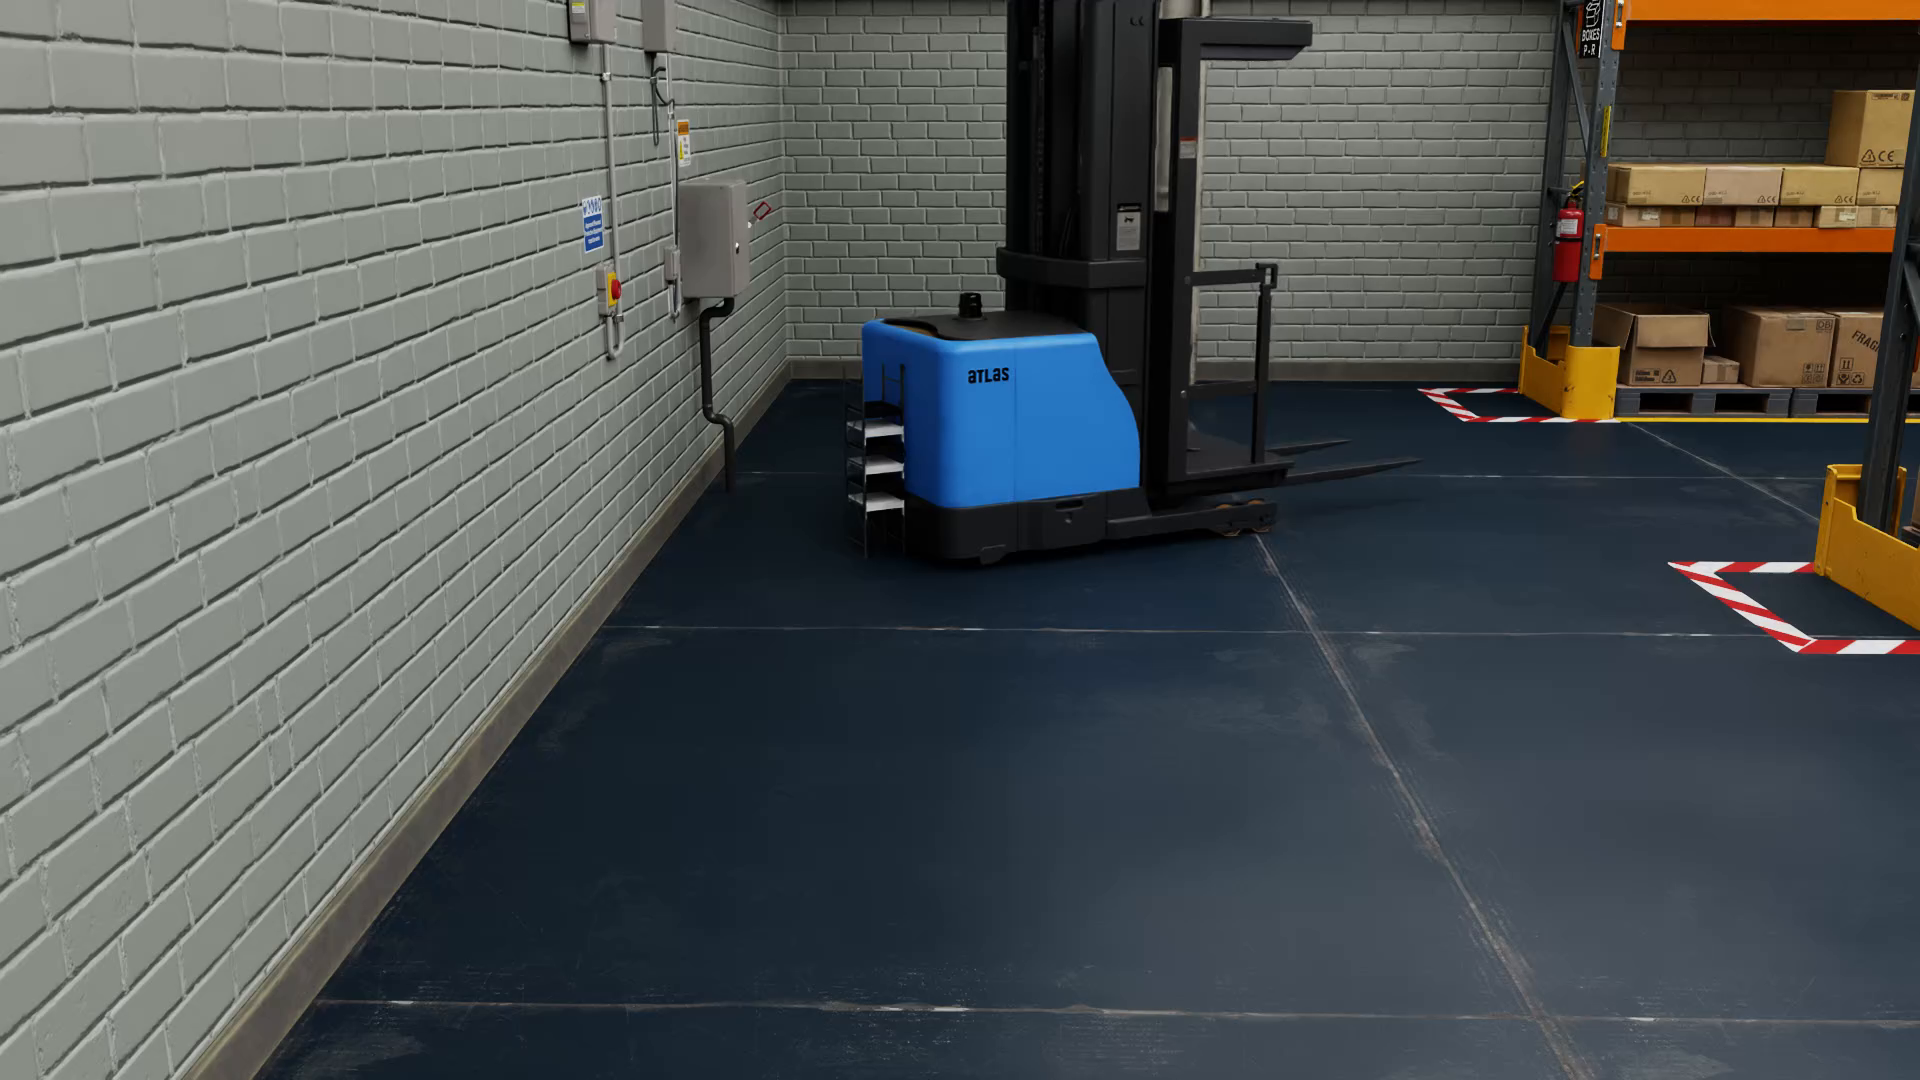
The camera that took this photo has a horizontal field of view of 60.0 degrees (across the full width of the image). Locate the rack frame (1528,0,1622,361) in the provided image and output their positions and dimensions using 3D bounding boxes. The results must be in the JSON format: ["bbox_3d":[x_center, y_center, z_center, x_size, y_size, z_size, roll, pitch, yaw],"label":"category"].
[{"bbox_3d":[4.298,-2.431,11.676,0.127,3.000,1.000,0,15,1],"label":"rack frame"}]

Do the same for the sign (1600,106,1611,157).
[{"bbox_3d":[4.284,-2.712,11.041,0.005,0.325,0.100,0,15,1],"label":"sign"}]

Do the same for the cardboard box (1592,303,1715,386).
[{"bbox_3d":[4.907,-1.399,11.834,0.637,0.503,0.797,0,15,-1],"label":"cardboard box"}]

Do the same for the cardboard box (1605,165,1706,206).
[{"bbox_3d":[4.744,-2.431,11.385,0.500,0.250,0.500,0,15,2],"label":"cardboard box"}]

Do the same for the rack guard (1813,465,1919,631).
[{"bbox_3d":[4.151,0.043,7.197,0.348,0.500,1.175,0,15,1],"label":"rack guard"}]

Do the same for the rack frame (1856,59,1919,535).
[{"bbox_3d":[4.175,-1.166,6.878,0.127,3.000,1.000,0,15,1],"label":"rack frame"}]

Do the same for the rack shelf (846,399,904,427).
[{"bbox_3d":[-0.413,-0.608,7.953,0.200,0.077,0.258,-7,16,-26],"label":"rack shelf"}]

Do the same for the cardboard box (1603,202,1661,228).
[{"bbox_3d":[4.619,-2.238,11.434,0.250,0.149,0.380,0,15,1],"label":"cardboard box"}]

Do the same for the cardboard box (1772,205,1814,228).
[{"bbox_3d":[5.655,-2.238,11.433,0.250,0.149,0.380,1,15,2],"label":"cardboard box"}]

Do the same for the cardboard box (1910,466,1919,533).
[{"bbox_3d":[4.837,-0.151,7.231,0.875,0.438,0.875,0,15,0],"label":"cardboard box"}]

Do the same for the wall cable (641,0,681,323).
[{"bbox_3d":[-1.438,-2.049,8.236,0.122,1.984,0.588,0,15,1],"label":"wall cable"}]

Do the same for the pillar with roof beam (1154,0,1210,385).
[{"bbox_3d":[1.515,-4.482,7.687,0.400,9.000,9.100,0,15,1],"label":"pillar with roof beam"}]

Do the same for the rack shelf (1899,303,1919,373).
[{"bbox_3d":[6.174,-0.805,6.920,4.000,0.370,1.077,0,15,1],"label":"rack shelf"}]

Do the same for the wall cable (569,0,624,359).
[{"bbox_3d":[-1.463,-1.703,6.861,0.123,1.953,0.585,0,15,1],"label":"wall cable"}]

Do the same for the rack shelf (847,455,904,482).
[{"bbox_3d":[-0.413,-0.347,8.022,0.200,0.077,0.258,-7,16,-26],"label":"rack shelf"}]

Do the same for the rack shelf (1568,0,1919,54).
[{"bbox_3d":[6.297,-3.521,11.335,4.000,0.370,1.077,0,15,1],"label":"rack shelf"}]

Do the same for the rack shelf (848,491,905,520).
[{"bbox_3d":[-0.413,-0.173,8.067,0.200,0.077,0.258,-7,16,-26],"label":"rack shelf"}]

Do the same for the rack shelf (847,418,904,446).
[{"bbox_3d":[-0.413,-0.521,7.976,0.200,0.077,0.258,-7,16,-26],"label":"rack shelf"}]

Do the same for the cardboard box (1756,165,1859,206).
[{"bbox_3d":[5.755,-2.425,11.364,0.500,0.250,0.500,0,15,0],"label":"cardboard box"}]

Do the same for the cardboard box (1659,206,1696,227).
[{"bbox_3d":[4.875,-2.248,11.473,0.250,0.149,0.380,1,15,3],"label":"cardboard box"}]

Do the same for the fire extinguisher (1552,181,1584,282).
[{"bbox_3d":[4.139,-2.097,11.290,0.183,0.674,0.296,0,15,1],"label":"fire extinguisher"}]

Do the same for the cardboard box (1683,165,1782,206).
[{"bbox_3d":[5.248,-2.428,11.373,0.500,0.250,0.500,1,15,2],"label":"cardboard box"}]

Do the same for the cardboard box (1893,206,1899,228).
[{"bbox_3d":[6.429,-2.236,11.428,0.250,0.149,0.380,0,15,1],"label":"cardboard box"}]

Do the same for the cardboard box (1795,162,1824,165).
[{"bbox_3d":[6.297,-2.556,11.858,0.500,0.250,0.500,0,15,1],"label":"cardboard box"}]

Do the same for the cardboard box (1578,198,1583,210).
[{"bbox_3d":[4.636,-2.376,11.959,0.250,0.149,0.380,0,15,1],"label":"cardboard box"}]

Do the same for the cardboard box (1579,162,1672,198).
[{"bbox_3d":[4.764,-2.567,11.902,0.500,0.250,0.500,1,15,3],"label":"cardboard box"}]

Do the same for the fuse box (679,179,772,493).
[{"bbox_3d":[-1.263,-1.108,9.186,0.414,1.711,0.539,0,15,1],"label":"fuse box"}]

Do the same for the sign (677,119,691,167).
[{"bbox_3d":[-1.472,-2.118,8.868,0.001,0.242,0.339,0,15,1],"label":"sign"}]

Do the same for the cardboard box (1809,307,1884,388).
[{"bbox_3d":[6.286,-1.353,11.666,0.500,0.500,0.500,1,15,2],"label":"cardboard box"}]

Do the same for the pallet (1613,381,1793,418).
[{"bbox_3d":[5.171,-1.077,12.011,1.213,0.211,1.003,0,15,1],"label":"pallet"}]

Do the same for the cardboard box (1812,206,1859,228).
[{"bbox_3d":[5.906,-2.217,11.355,0.250,0.149,0.380,0,15,0],"label":"cardboard box"}]

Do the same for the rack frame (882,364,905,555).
[{"bbox_3d":[-0.323,-0.391,8.058,0.006,0.900,0.240,-7,16,-26],"label":"rack frame"}]

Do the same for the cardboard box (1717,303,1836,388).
[{"bbox_3d":[5.760,-1.382,11.776,0.500,0.500,0.700,1,15,4],"label":"cardboard box"}]

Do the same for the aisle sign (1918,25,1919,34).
[{"bbox_3d":[4.111,-2.502,6.848,0.004,0.787,0.394,0,15,1],"label":"aisle sign"}]

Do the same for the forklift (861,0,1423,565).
[{"bbox_3d":[1.045,-1.543,8.443,3.031,2.935,1.130,-7,16,-26],"label":"forklift"}]

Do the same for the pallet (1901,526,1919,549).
[{"bbox_3d":[4.976,0.168,7.289,1.213,0.211,1.003,0,15,1],"label":"pallet"}]

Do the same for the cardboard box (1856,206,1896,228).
[{"bbox_3d":[6.170,-2.220,11.368,0.250,0.149,0.380,1,15,3],"label":"cardboard box"}]

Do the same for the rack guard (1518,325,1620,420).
[{"bbox_3d":[4.374,-1.222,11.993,0.348,0.500,1.175,0,15,1],"label":"rack guard"}]

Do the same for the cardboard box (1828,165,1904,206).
[{"bbox_3d":[6.267,-2.427,11.372,0.500,0.250,0.500,0,15,0],"label":"cardboard box"}]

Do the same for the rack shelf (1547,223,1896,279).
[{"bbox_3d":[6.297,-2.071,11.718,4.000,0.370,1.077,0,15,1],"label":"rack shelf"}]

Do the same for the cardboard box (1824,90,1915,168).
[{"bbox_3d":[6.244,-2.784,11.253,0.500,0.500,0.500,1,15,3],"label":"cardboard box"}]

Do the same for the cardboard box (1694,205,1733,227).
[{"bbox_3d":[5.138,-2.255,11.500,0.250,0.149,0.380,0,15,1],"label":"cardboard box"}]

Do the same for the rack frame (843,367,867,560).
[{"bbox_3d":[-0.504,-0.367,7.968,0.006,0.900,0.240,-7,16,-26],"label":"rack frame"}]

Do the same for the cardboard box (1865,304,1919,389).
[{"bbox_3d":[6.798,-1.375,11.750,0.500,0.500,0.700,0,15,-1],"label":"cardboard box"}]

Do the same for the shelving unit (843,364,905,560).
[{"bbox_3d":[-0.413,-0.379,8.013,0.210,0.900,0.258,-7,16,-26],"label":"shelving unit"}]

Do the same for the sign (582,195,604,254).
[{"bbox_3d":[-1.525,-1.315,6.915,0.001,0.218,0.327,0,15,1],"label":"sign"}]

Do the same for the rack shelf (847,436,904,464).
[{"bbox_3d":[-0.413,-0.434,7.999,0.200,0.077,0.258,-7,16,-26],"label":"rack shelf"}]

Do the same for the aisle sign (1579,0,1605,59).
[{"bbox_3d":[4.222,-3.614,11.062,0.004,0.787,0.394,0,15,1],"label":"aisle sign"}]

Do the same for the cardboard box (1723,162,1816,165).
[{"bbox_3d":[5.775,-2.559,11.871,0.500,0.250,0.500,1,15,3],"label":"cardboard box"}]

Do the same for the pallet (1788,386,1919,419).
[{"bbox_3d":[6.387,-1.069,11.978,1.213,0.211,1.003,0,15,1],"label":"pallet"}]

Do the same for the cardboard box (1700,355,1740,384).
[{"bbox_3d":[5.330,-1.215,11.831,0.250,0.149,0.380,0,15,-1],"label":"cardboard box"}]

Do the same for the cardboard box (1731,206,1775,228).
[{"bbox_3d":[5.389,-2.238,11.435,0.250,0.149,0.380,1,15,3],"label":"cardboard box"}]

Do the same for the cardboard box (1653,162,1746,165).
[{"bbox_3d":[5.280,-2.564,11.888,0.500,0.250,0.500,0,15,2],"label":"cardboard box"}]

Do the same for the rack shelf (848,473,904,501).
[{"bbox_3d":[-0.413,-0.260,8.044,0.200,0.077,0.258,-7,16,-26],"label":"rack shelf"}]
